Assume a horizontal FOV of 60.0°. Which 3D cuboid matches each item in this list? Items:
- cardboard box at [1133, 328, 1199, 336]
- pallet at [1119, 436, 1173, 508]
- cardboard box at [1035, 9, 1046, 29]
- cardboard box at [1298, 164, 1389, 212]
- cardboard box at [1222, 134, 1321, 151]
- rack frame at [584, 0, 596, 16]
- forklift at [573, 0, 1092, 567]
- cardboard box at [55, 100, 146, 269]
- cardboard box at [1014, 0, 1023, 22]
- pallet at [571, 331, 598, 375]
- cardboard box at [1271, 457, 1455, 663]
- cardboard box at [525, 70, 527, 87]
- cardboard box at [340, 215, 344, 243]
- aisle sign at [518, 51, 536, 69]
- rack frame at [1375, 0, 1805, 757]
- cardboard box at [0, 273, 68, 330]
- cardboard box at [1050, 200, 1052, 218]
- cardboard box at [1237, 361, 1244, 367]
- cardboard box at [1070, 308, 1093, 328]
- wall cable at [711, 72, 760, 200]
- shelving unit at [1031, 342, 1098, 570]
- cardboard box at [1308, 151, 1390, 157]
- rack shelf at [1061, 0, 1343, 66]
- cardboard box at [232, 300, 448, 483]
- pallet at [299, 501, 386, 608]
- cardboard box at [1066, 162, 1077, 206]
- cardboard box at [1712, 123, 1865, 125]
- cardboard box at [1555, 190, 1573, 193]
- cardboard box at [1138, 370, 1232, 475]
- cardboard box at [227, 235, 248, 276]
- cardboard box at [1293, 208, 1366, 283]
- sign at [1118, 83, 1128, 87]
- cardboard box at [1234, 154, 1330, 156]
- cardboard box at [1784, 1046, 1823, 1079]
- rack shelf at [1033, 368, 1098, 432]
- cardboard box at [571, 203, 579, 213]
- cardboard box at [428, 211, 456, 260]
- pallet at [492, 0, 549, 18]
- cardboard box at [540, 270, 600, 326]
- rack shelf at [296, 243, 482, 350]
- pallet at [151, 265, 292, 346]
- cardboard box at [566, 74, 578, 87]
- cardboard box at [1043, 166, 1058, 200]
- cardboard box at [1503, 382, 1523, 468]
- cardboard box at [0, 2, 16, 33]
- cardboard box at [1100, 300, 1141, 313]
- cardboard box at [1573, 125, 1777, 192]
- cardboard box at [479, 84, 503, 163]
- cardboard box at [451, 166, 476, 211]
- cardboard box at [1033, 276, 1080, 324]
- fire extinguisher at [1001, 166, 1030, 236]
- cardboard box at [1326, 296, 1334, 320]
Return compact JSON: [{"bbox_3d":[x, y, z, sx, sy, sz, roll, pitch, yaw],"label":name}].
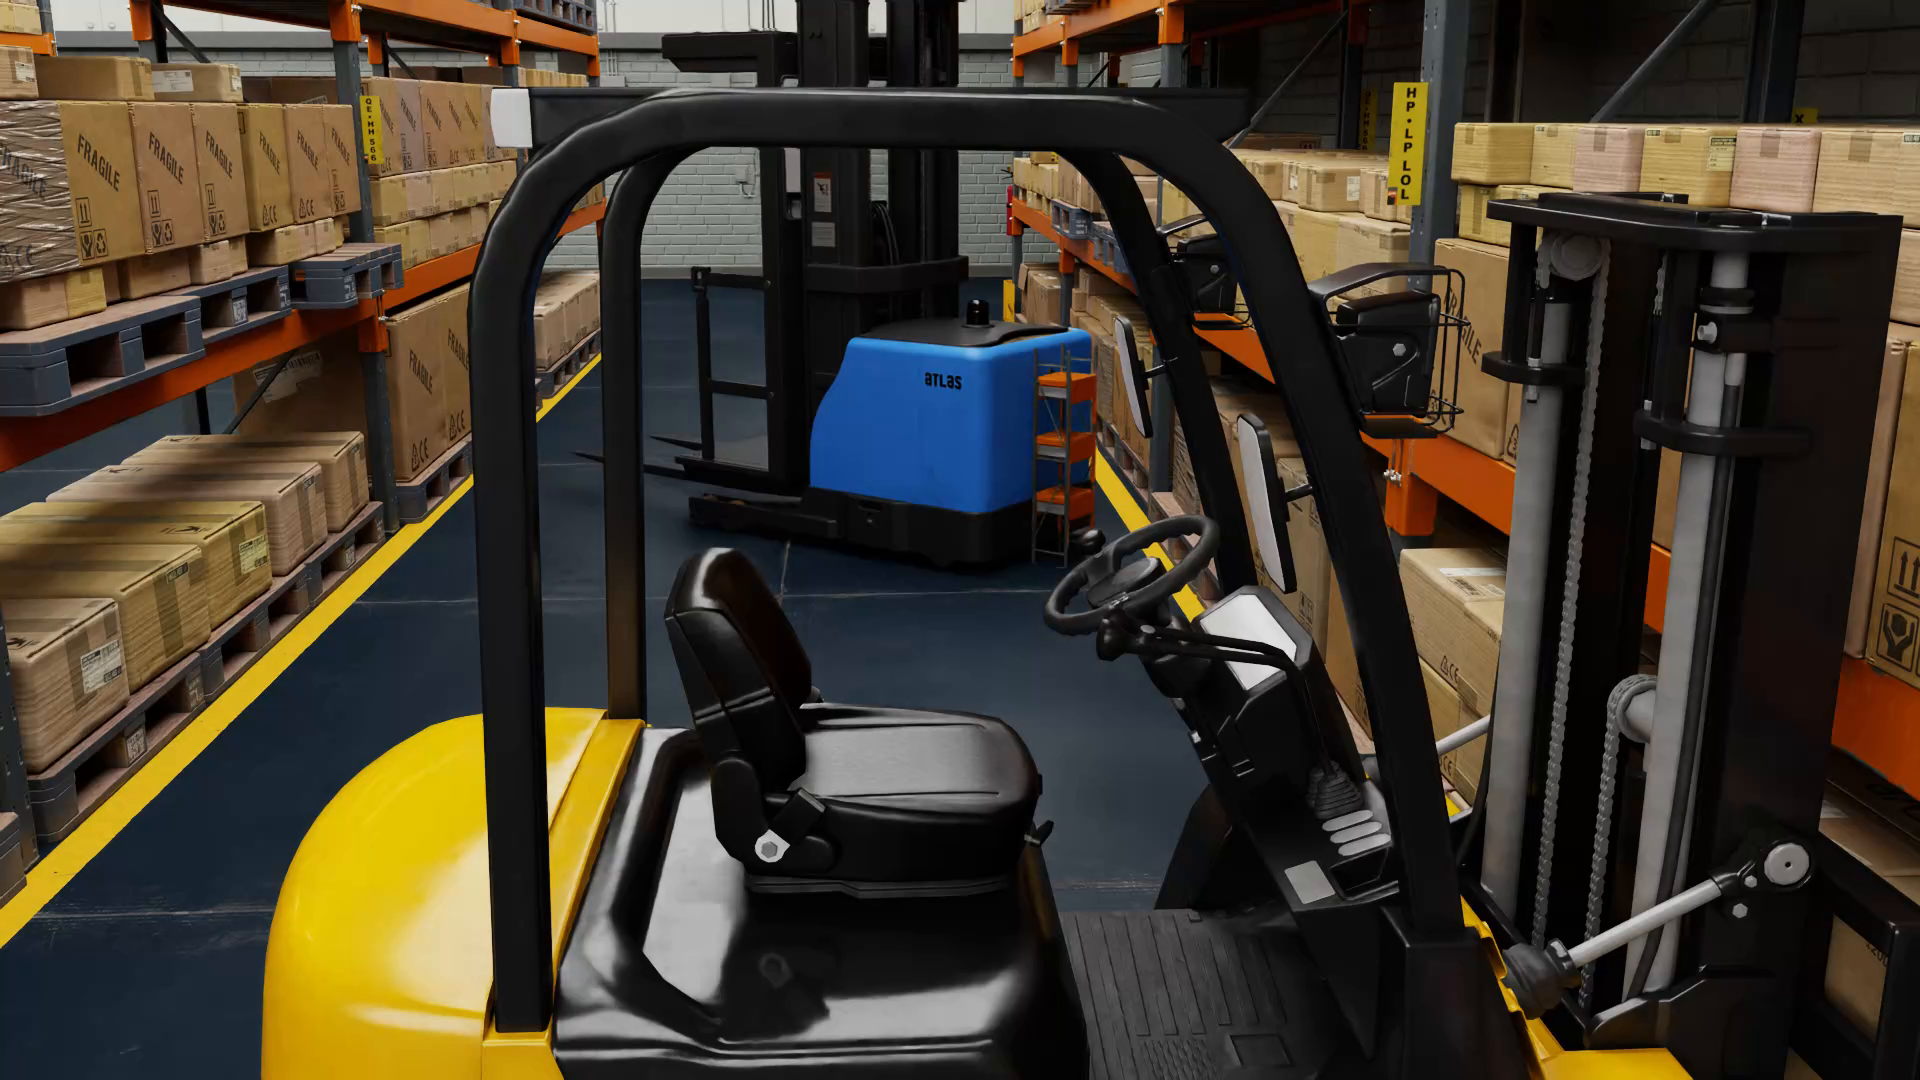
[{"bbox_3d":[1.242,-1.188,9.995,0.380,0.149,0.250,0,14,-2],"label":"cardboard box"},{"bbox_3d":[1.508,-0.398,9.649,1.003,0.211,1.213,-1,14,-3],"label":"pallet"},{"bbox_3d":[0.826,-4.355,13.918,0.380,0.149,0.250,-1,14,-2],"label":"cardboard box"},{"bbox_3d":[1.376,-1.200,5.669,0.380,0.149,0.250,-1,14,-5],"label":"cardboard box"},{"bbox_3d":[1.640,-1.944,9.020,0.500,0.500,0.500,0,14,-1],"label":"cardboard box"},{"bbox_3d":[-3.933,-6.379,15.261,1.000,3.000,0.127,-1,14,-3],"label":"rack frame"},{"bbox_3d":[-0.817,-1.557,8.696,3.031,2.935,1.130,10,18,35],"label":"forklift"},{"bbox_3d":[-2.964,-1.131,5.262,0.500,0.500,0.500,-1,14,-3],"label":"cardboard box"},{"bbox_3d":[0.775,-4.961,15.473,0.500,0.250,0.500,-1,14,-4],"label":"cardboard box"},{"bbox_3d":[-3.733,-1.623,14.412,1.003,0.211,1.213,-1,14,-3],"label":"pallet"},{"bbox_3d":[1.680,0.057,6.209,0.875,0.625,0.625,-1,14,-4],"label":"cardboard box"},{"bbox_3d":[-3.536,-3.535,12.737,0.380,0.149,0.250,-1,14,-4],"label":"cardboard box"},{"bbox_3d":[-3.183,-1.488,7.952,0.380,0.149,0.250,0,14,-1],"label":"cardboard box"},{"bbox_3d":[-4.227,-4.746,15.737,0.394,0.787,0.004,-1,14,-3],"label":"aisle sign"},{"bbox_3d":[1.764,-0.567,4.711,1.000,3.000,0.127,-1,14,-3],"label":"rack frame"},{"bbox_3d":[-2.909,-0.714,4.942,0.380,0.149,0.250,-1,14,-3],"label":"cardboard box"},{"bbox_3d":[0.918,-2.639,13.268,0.380,0.149,0.250,-1,14,-2],"label":"cardboard box"},{"bbox_3d":[1.805,-1.070,9.537,0.380,0.149,0.250,0,14,-2],"label":"cardboard box"},{"bbox_3d":[1.074,-1.426,12.222,0.500,0.500,0.500,0,14,-1],"label":"cardboard box"},{"bbox_3d":[-2.891,-5.393,21.428,0.588,1.984,0.122,-1,14,-3],"label":"wall cable"},{"bbox_3d":[0.502,-0.405,7.994,0.215,1.050,0.252,10,17,34],"label":"shelving unit"},{"bbox_3d":[1.821,-1.718,7.682,0.380,0.149,0.250,-1,14,-3],"label":"cardboard box"},{"bbox_3d":[1.392,-3.164,10.227,1.077,0.370,4.000,-1,14,-3],"label":"rack shelf"},{"bbox_3d":[-3.398,-0.832,9.161,0.875,0.875,0.875,-1,14,-4],"label":"cardboard box"},{"bbox_3d":[-3.391,0.060,7.868,1.003,0.211,1.213,-1,14,-3],"label":"pallet"},{"bbox_3d":[1.107,-2.556,11.397,0.700,0.500,0.500,-1,14,-3],"label":"cardboard box"},{"bbox_3d":[2.060,-0.936,4.045,0.380,0.149,0.250,-1,14,-5],"label":"cardboard box"},{"bbox_3d":[1.583,-0.718,3.793,0.380,0.149,0.250,-1,14,-4],"label":"cardboard box"},{"bbox_3d":[1.275,-0.657,9.232,0.500,0.500,0.500,0,14,-2],"label":"cardboard box"},{"bbox_3d":[-3.008,-1.104,6.459,0.380,0.149,0.250,-1,14,-5],"label":"cardboard box"},{"bbox_3d":[1.439,-0.983,5.624,0.500,0.250,0.500,-1,14,-5],"label":"cardboard box"},{"bbox_3d":[1.576,-4.269,16.141,0.100,0.325,0.005,-1,14,-3],"label":"sign"},{"bbox_3d":[1.376,-1.584,7.161,0.380,0.149,0.250,-1,14,-3],"label":"cardboard box"},{"bbox_3d":[1.596,0.945,2.508,0.500,0.250,0.500,-1,14,-5],"label":"cardboard box"},{"bbox_3d":[0.502,-0.670,7.926,0.215,0.259,0.240,10,17,34],"label":"rack shelf"},{"bbox_3d":[-3.537,-3.026,14.065,0.500,0.500,0.500,0,14,-2],"label":"cardboard box"},{"bbox_3d":[-3.293,-1.795,9.786,0.500,0.250,0.500,0,14,-2],"label":"cardboard box"},{"bbox_3d":[-3.726,-4.093,12.571,1.003,0.211,1.213,-1,14,-3],"label":"pallet"},{"bbox_3d":[-3.793,-2.274,15.644,0.875,0.438,0.875,-1,14,-5],"label":"cardboard box"},{"bbox_3d":[-3.562,-1.633,10.299,1.077,0.370,4.000,-1,14,-3],"label":"rack shelf"},{"bbox_3d":[-3.274,-0.900,6.389,1.003,0.211,1.213,-1,14,-3],"label":"pallet"},{"bbox_3d":[-3.597,-4.046,14.722,0.380,0.149,0.250,-1,14,-2],"label":"cardboard box"},{"bbox_3d":[0.948,-2.875,13.386,0.500,0.250,0.500,-1,14,-3],"label":"cardboard box"},{"bbox_3d":[1.580,-0.372,3.752,0.500,0.500,0.500,-1,14,-2],"label":"cardboard box"},{"bbox_3d":[-8.537,-4.517,14.343,0.500,0.250,0.500,-1,14,-3],"label":"cardboard box"},{"bbox_3d":[1.177,-1.571,11.485,0.380,0.149,0.250,-1,14,-4],"label":"cardboard box"},{"bbox_3d":[1.532,-0.797,3.506,0.380,0.149,0.250,-1,14,-2],"label":"cardboard box"},{"bbox_3d":[-3.368,-2.776,11.089,0.500,0.500,0.500,-1,14,-2],"label":"cardboard box"},{"bbox_3d":[-3.290,-2.163,10.210,0.500,0.250,0.500,-1,14,-2],"label":"cardboard box"},{"bbox_3d":[0.911,-2.045,14.627,0.500,0.500,0.500,-1,14,-2],"label":"cardboard box"},{"bbox_3d":[0.550,-3.363,16.481,0.296,0.674,0.183,-1,14,-3],"label":"fire extinguisher"},{"bbox_3d":[1.435,-0.741,5.687,0.500,0.250,0.500,-1,14,-4],"label":"cardboard box"}]
